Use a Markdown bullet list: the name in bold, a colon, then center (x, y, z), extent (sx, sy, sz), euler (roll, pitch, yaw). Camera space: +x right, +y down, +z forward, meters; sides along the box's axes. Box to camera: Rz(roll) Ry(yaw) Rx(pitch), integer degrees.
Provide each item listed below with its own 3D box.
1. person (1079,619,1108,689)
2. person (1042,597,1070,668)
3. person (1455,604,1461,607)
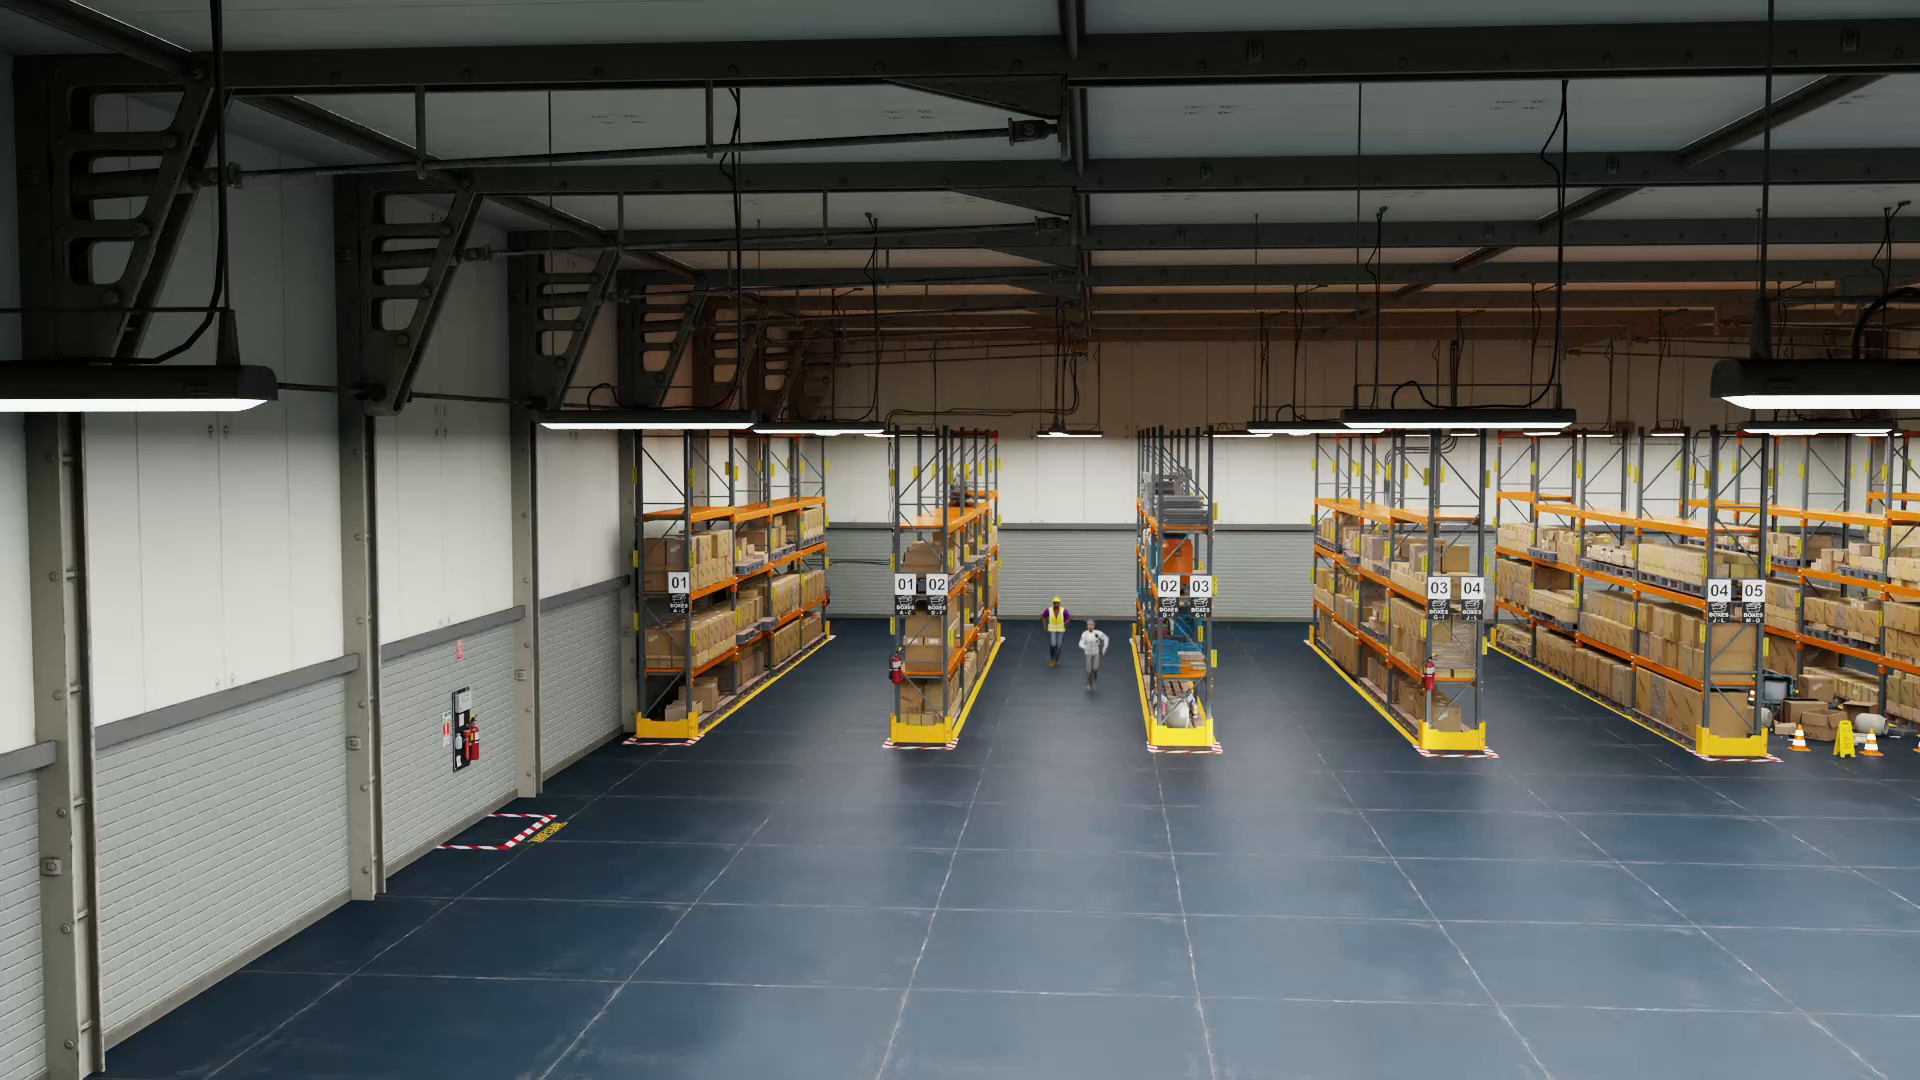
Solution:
- **person**: center (3.026, 2.604, 37.795), extent (0.631, 1.650, 0.780), euler (1, 4, 12)
- **person**: center (2.442, 2.338, 41.938), extent (0.685, 1.797, 0.733), euler (0, 3, -6)
- **person**: center (14.152, 2.091, 47.217), extent (0.532, 1.605, 0.731), euler (-1, 4, -19)
